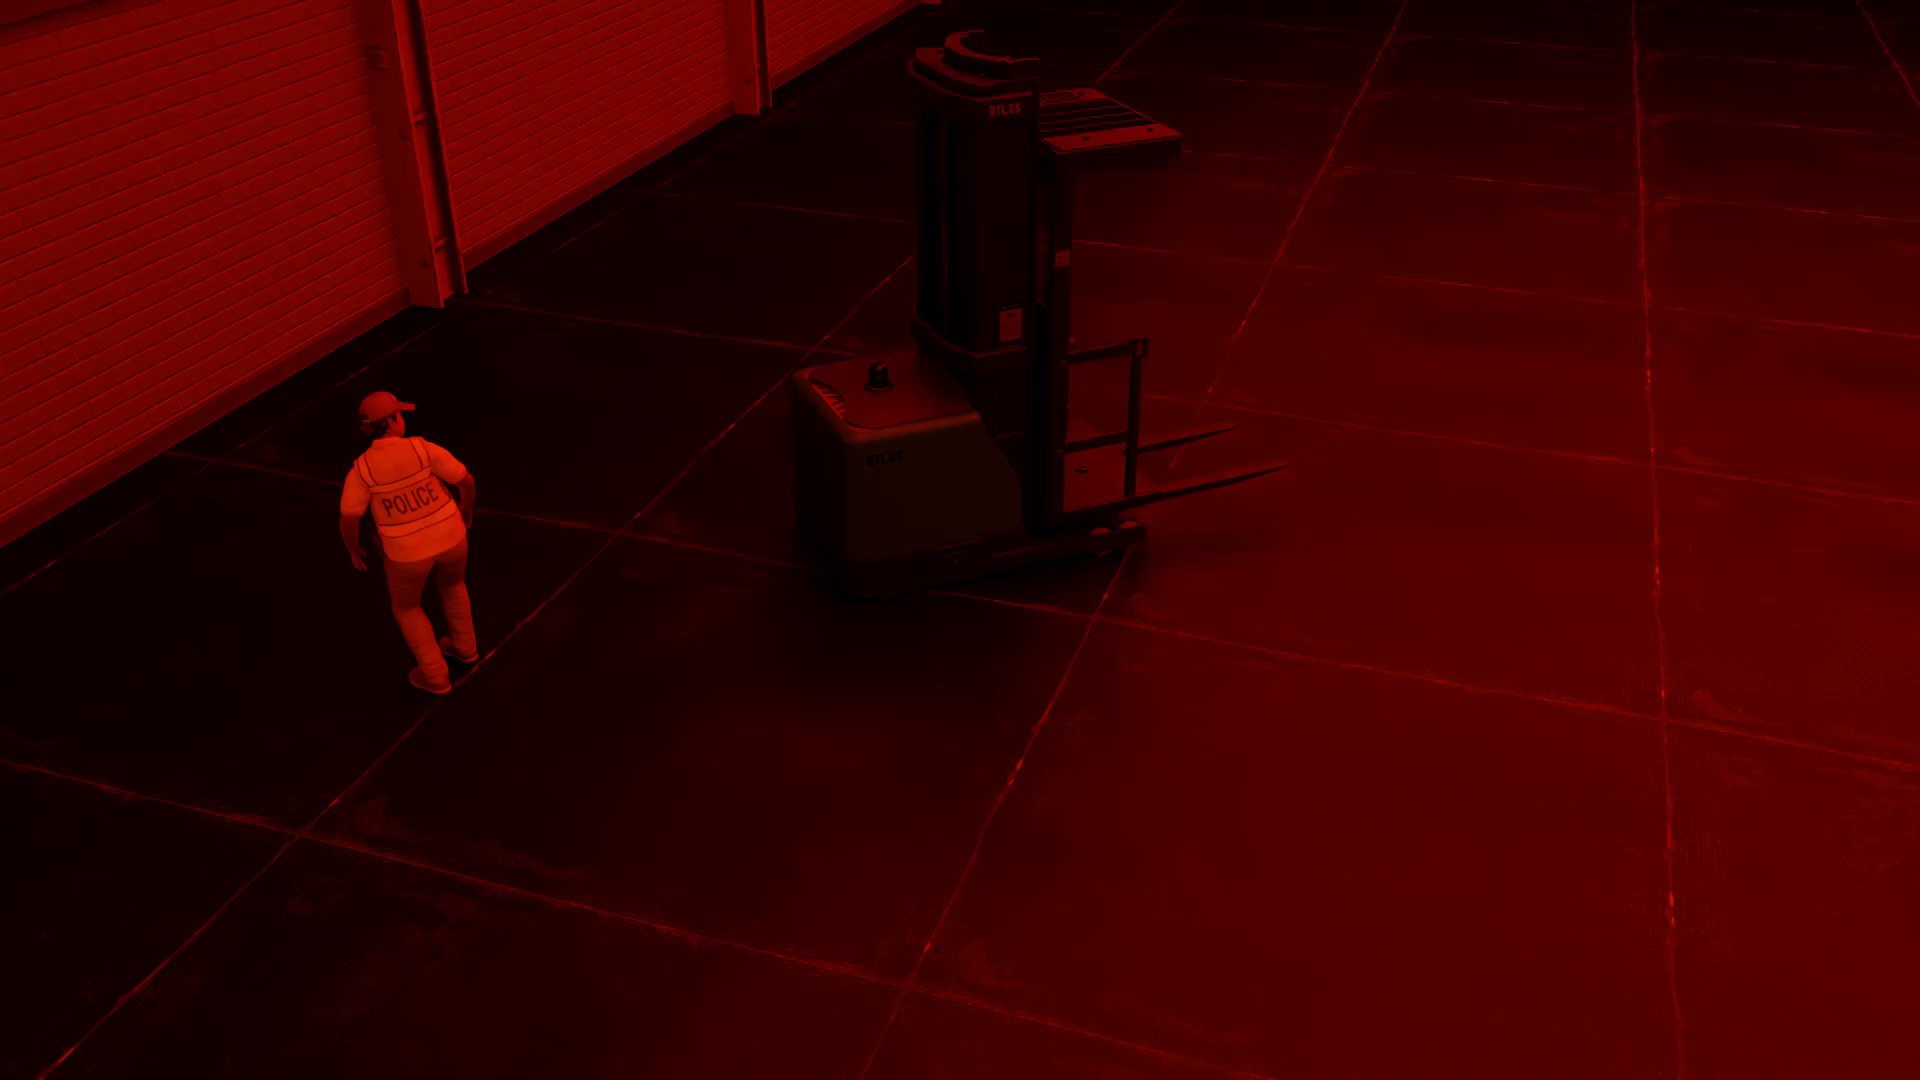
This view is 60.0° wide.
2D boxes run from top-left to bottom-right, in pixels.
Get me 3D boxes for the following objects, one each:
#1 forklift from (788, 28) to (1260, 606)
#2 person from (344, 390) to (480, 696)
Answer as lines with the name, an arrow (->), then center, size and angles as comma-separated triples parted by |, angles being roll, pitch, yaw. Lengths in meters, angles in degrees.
forklift -> 0.508, -1.454, 9.687 | 3.031, 2.935, 1.130 | -18, 34, -29
person -> -2.774, -0.002, 8.438 | 0.680, 1.651, 0.502 | -21, 36, -32
